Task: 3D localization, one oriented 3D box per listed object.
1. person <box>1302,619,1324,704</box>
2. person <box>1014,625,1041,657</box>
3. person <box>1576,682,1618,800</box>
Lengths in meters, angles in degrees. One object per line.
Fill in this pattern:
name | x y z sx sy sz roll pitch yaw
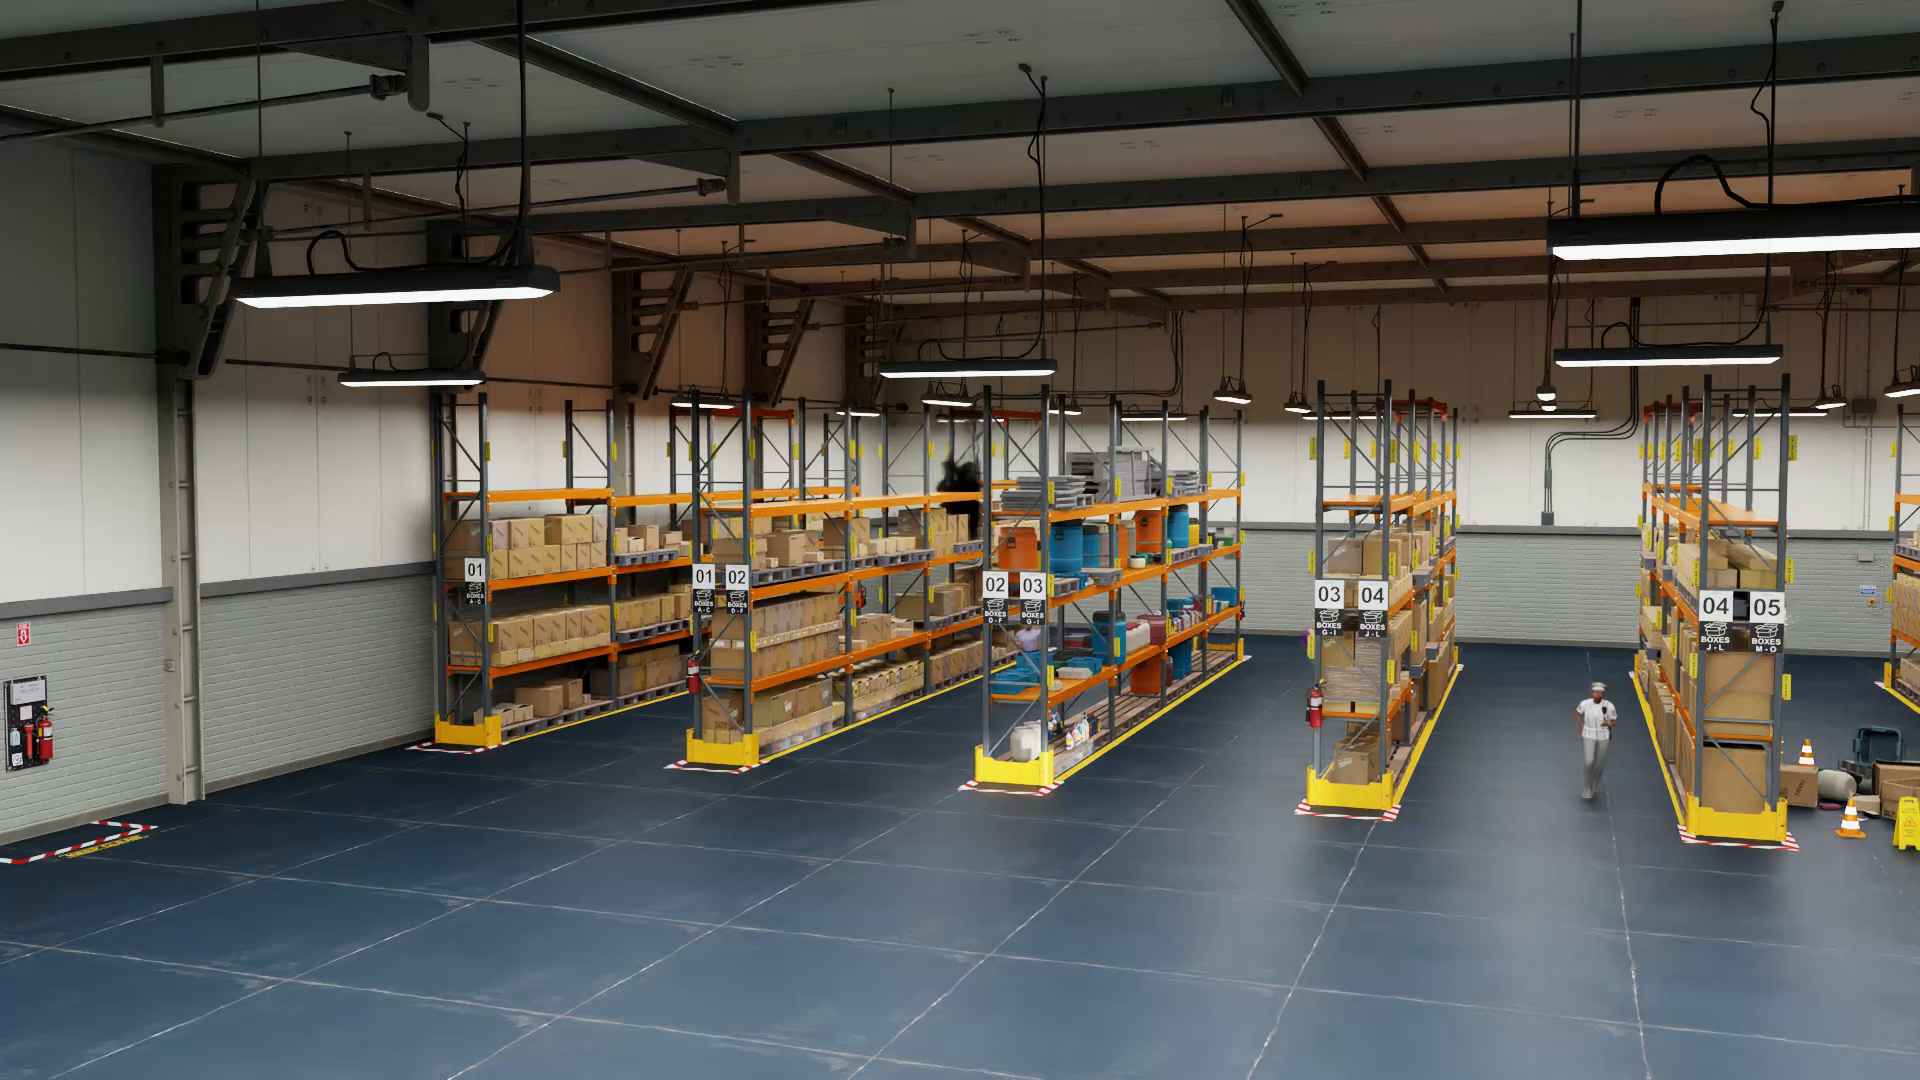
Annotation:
person | 7.078 2.382 32.816 0.672 1.824 0.762 1 3 23
person | 1.385 2.383 33.558 0.607 1.620 0.941 1 3 15
person | 9.194 2.893 24.018 0.559 1.714 0.759 1 3 16
